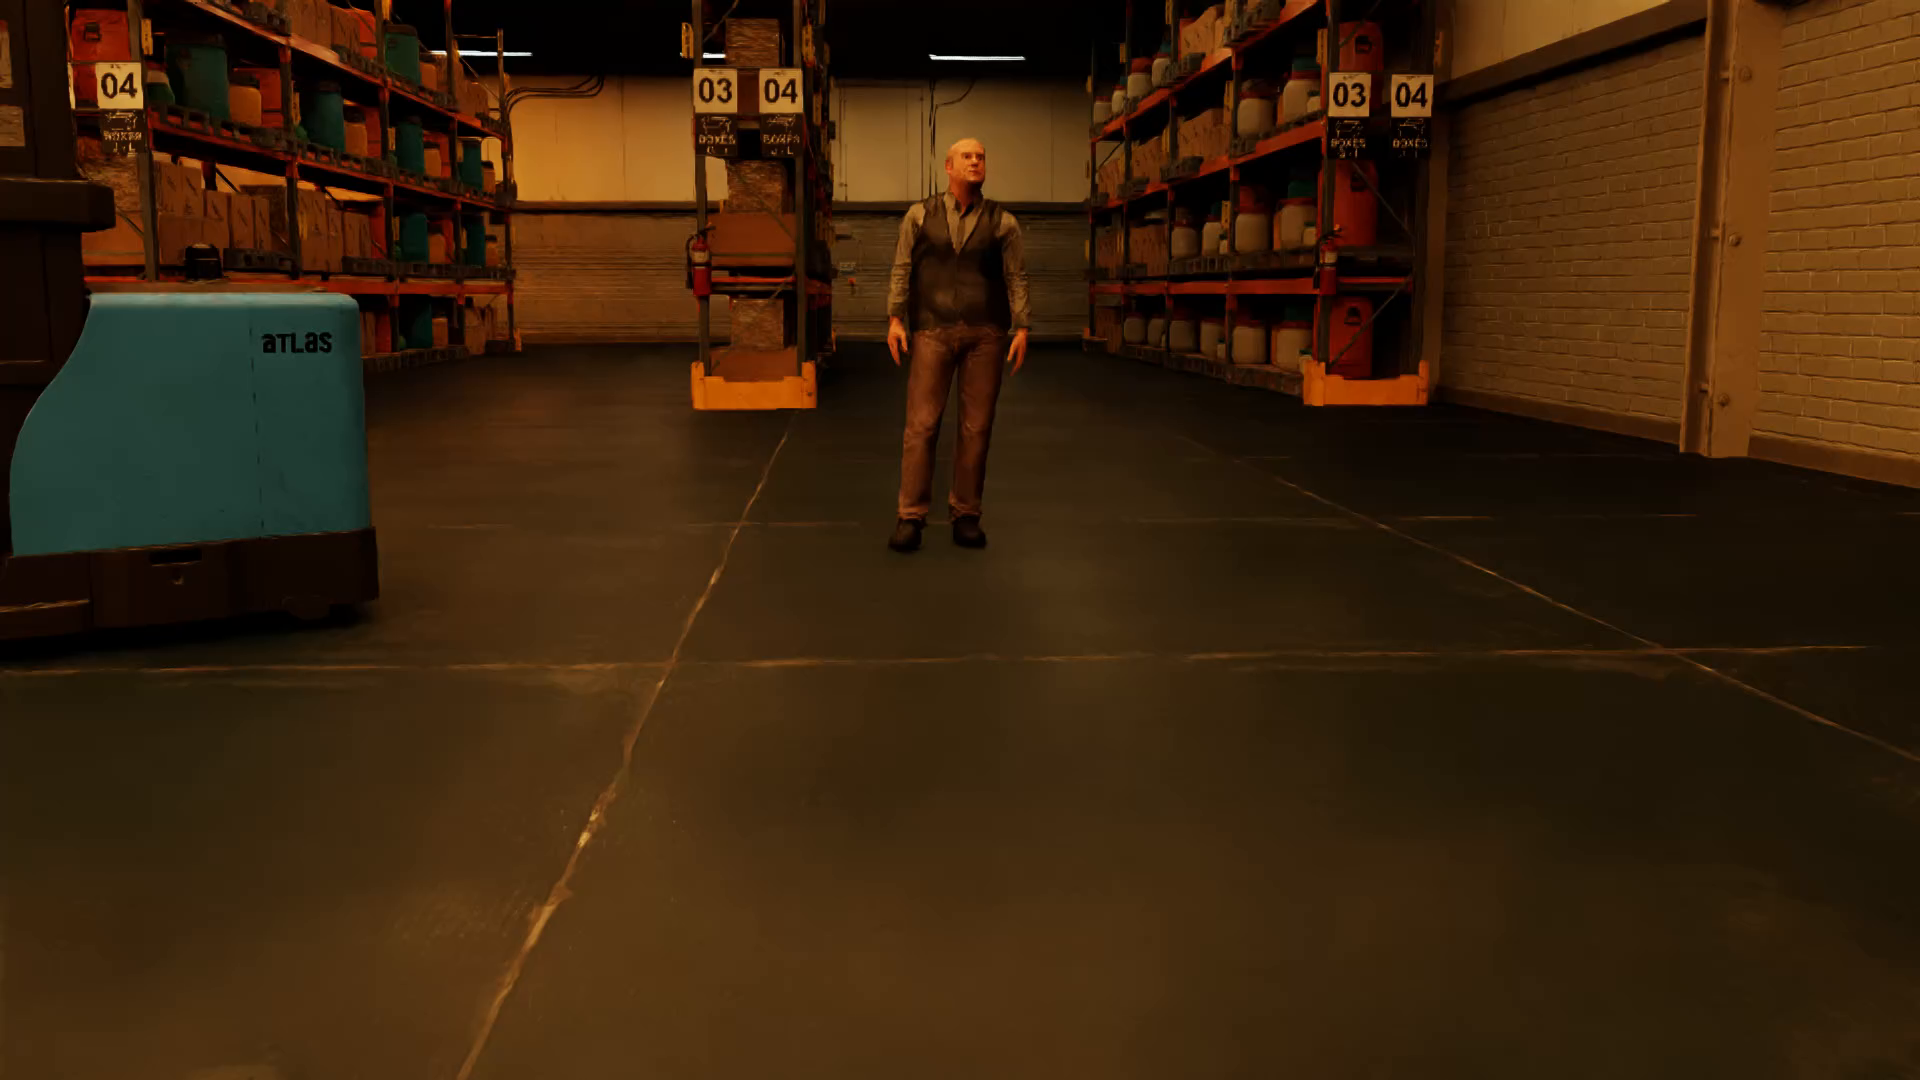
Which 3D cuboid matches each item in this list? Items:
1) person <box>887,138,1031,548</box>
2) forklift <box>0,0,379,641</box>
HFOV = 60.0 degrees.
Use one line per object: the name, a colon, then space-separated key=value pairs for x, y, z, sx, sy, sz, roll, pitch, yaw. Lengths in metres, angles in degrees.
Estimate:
person: x=-0.004 y=-0.849 z=7.120 sx=0.632 sy=1.720 sz=0.567 roll=-1 pitch=8 yaw=-4
forklift: x=-3.437 y=-1.119 z=4.863 sx=3.031 sy=2.935 sz=1.130 roll=-6 pitch=10 yaw=-34
